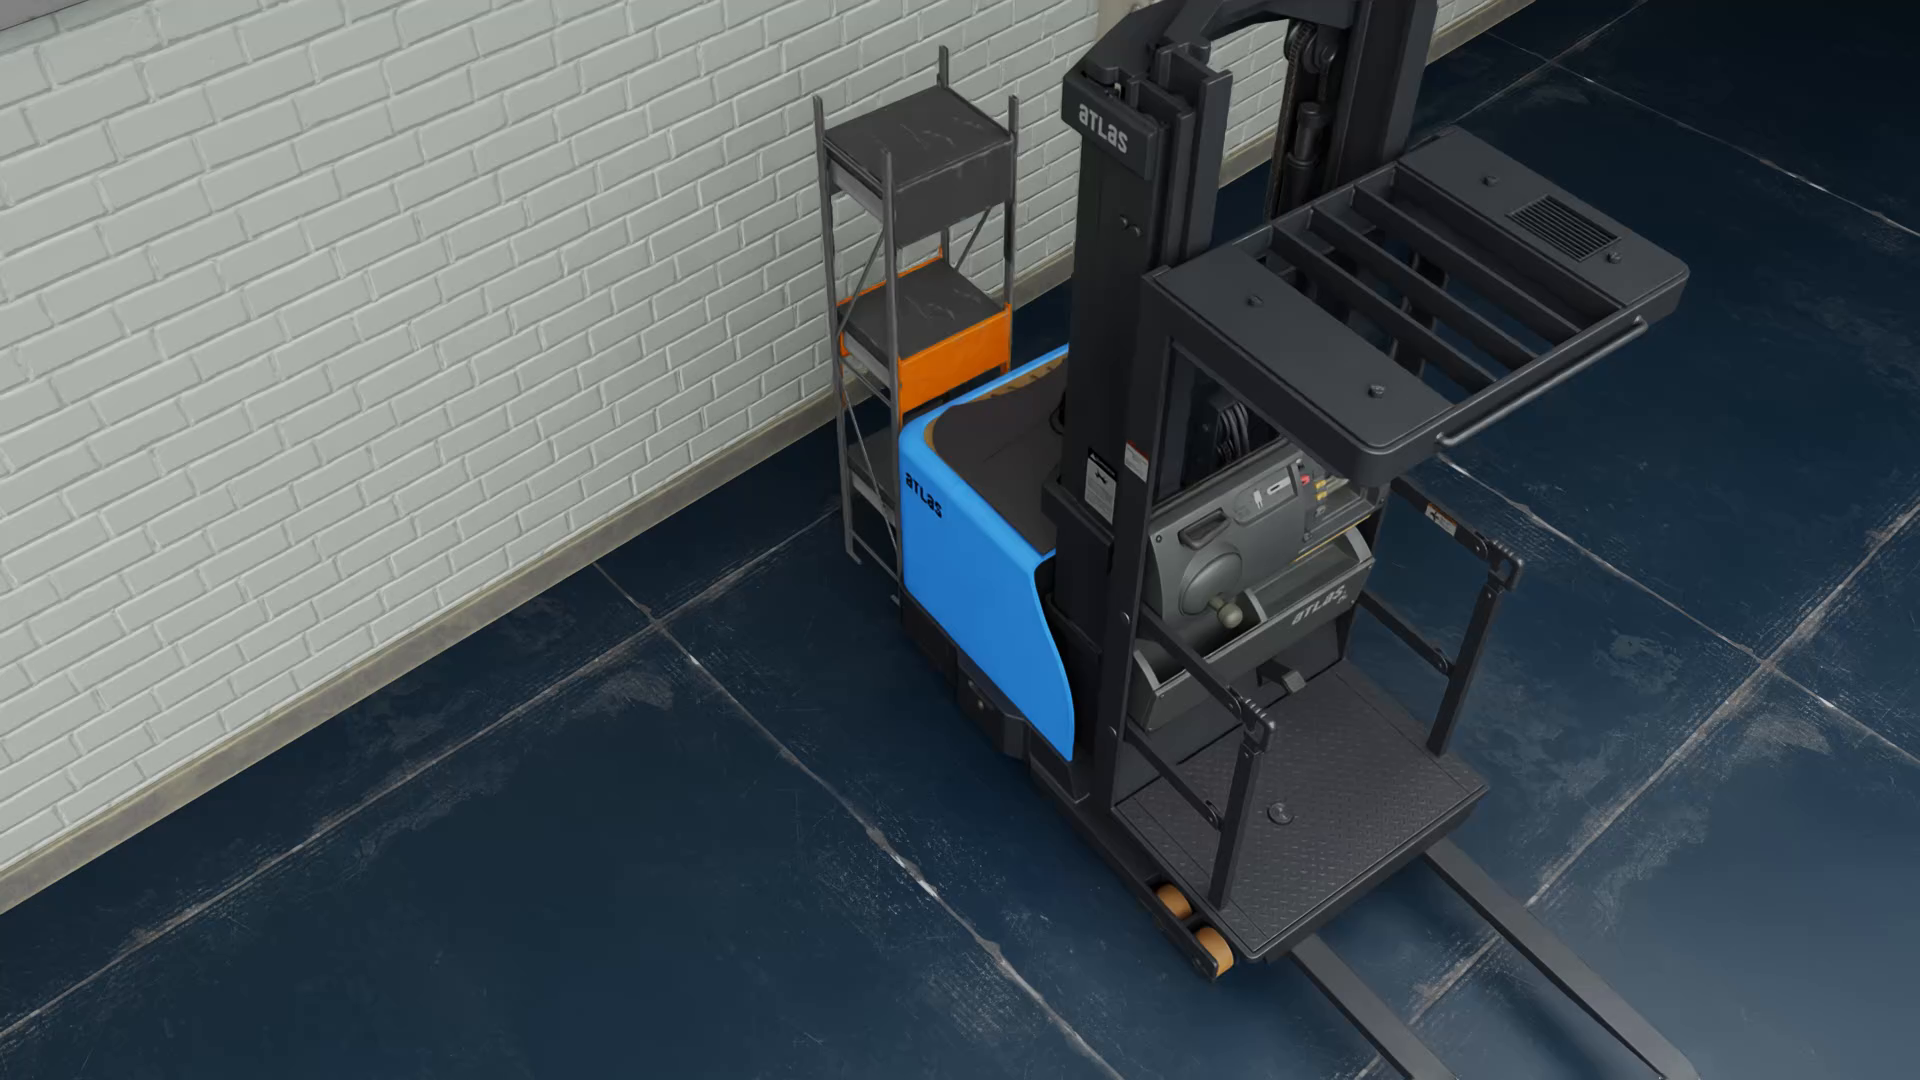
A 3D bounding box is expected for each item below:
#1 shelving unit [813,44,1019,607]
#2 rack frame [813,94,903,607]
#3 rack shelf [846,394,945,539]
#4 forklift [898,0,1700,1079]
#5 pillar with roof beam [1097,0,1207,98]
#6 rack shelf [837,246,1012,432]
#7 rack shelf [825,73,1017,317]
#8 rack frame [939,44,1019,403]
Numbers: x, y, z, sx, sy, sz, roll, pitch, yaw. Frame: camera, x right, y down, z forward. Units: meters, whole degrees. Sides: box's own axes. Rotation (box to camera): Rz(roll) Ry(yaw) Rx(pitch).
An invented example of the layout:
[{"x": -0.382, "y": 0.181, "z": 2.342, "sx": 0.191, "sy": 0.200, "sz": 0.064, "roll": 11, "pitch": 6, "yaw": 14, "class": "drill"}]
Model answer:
[{"x": -0.138, "y": -0.662, "z": 5.931, "sx": 0.503, "sy": 2.100, "sz": 0.431, "roll": -29, "pitch": 54, "yaw": -24, "class": "shelving unit"}, {"x": -0.332, "y": -0.554, "z": 5.831, "sx": 0.015, "sy": 2.100, "sz": 0.400, "roll": -29, "pitch": 54, "yaw": -24, "class": "rack frame"}, {"x": -0.139, "y": -0.178, "z": 6.456, "sx": 0.480, "sy": 0.518, "sz": 0.431, "roll": -29, "pitch": 54, "yaw": -24, "class": "rack shelf"}, {"x": 1.048, "y": 0.016, "z": 4.741, "sx": 1.130, "sy": 2.935, "sz": 3.031, "roll": -28, "pitch": 53, "yaw": -24, "class": "forklift"}, {"x": 3.723, "y": -2.043, "z": 2.512, "sx": 0.400, "sy": 9.000, "sz": 9.100, "roll": -34, "pitch": 56, "yaw": -27, "class": "pillar with roof beam"}, {"x": -0.138, "y": -0.652, "z": 5.941, "sx": 0.480, "sy": 0.518, "sz": 0.431, "roll": -29, "pitch": 54, "yaw": -24, "class": "rack shelf"}, {"x": -0.137, "y": -1.127, "z": 5.427, "sx": 0.480, "sy": 0.518, "sz": 0.431, "roll": -29, "pitch": 54, "yaw": -24, "class": "rack shelf"}, {"x": 0.057, "y": -0.770, "z": 6.031, "sx": 0.015, "sy": 2.100, "sz": 0.400, "roll": -29, "pitch": 54, "yaw": -24, "class": "rack frame"}]
